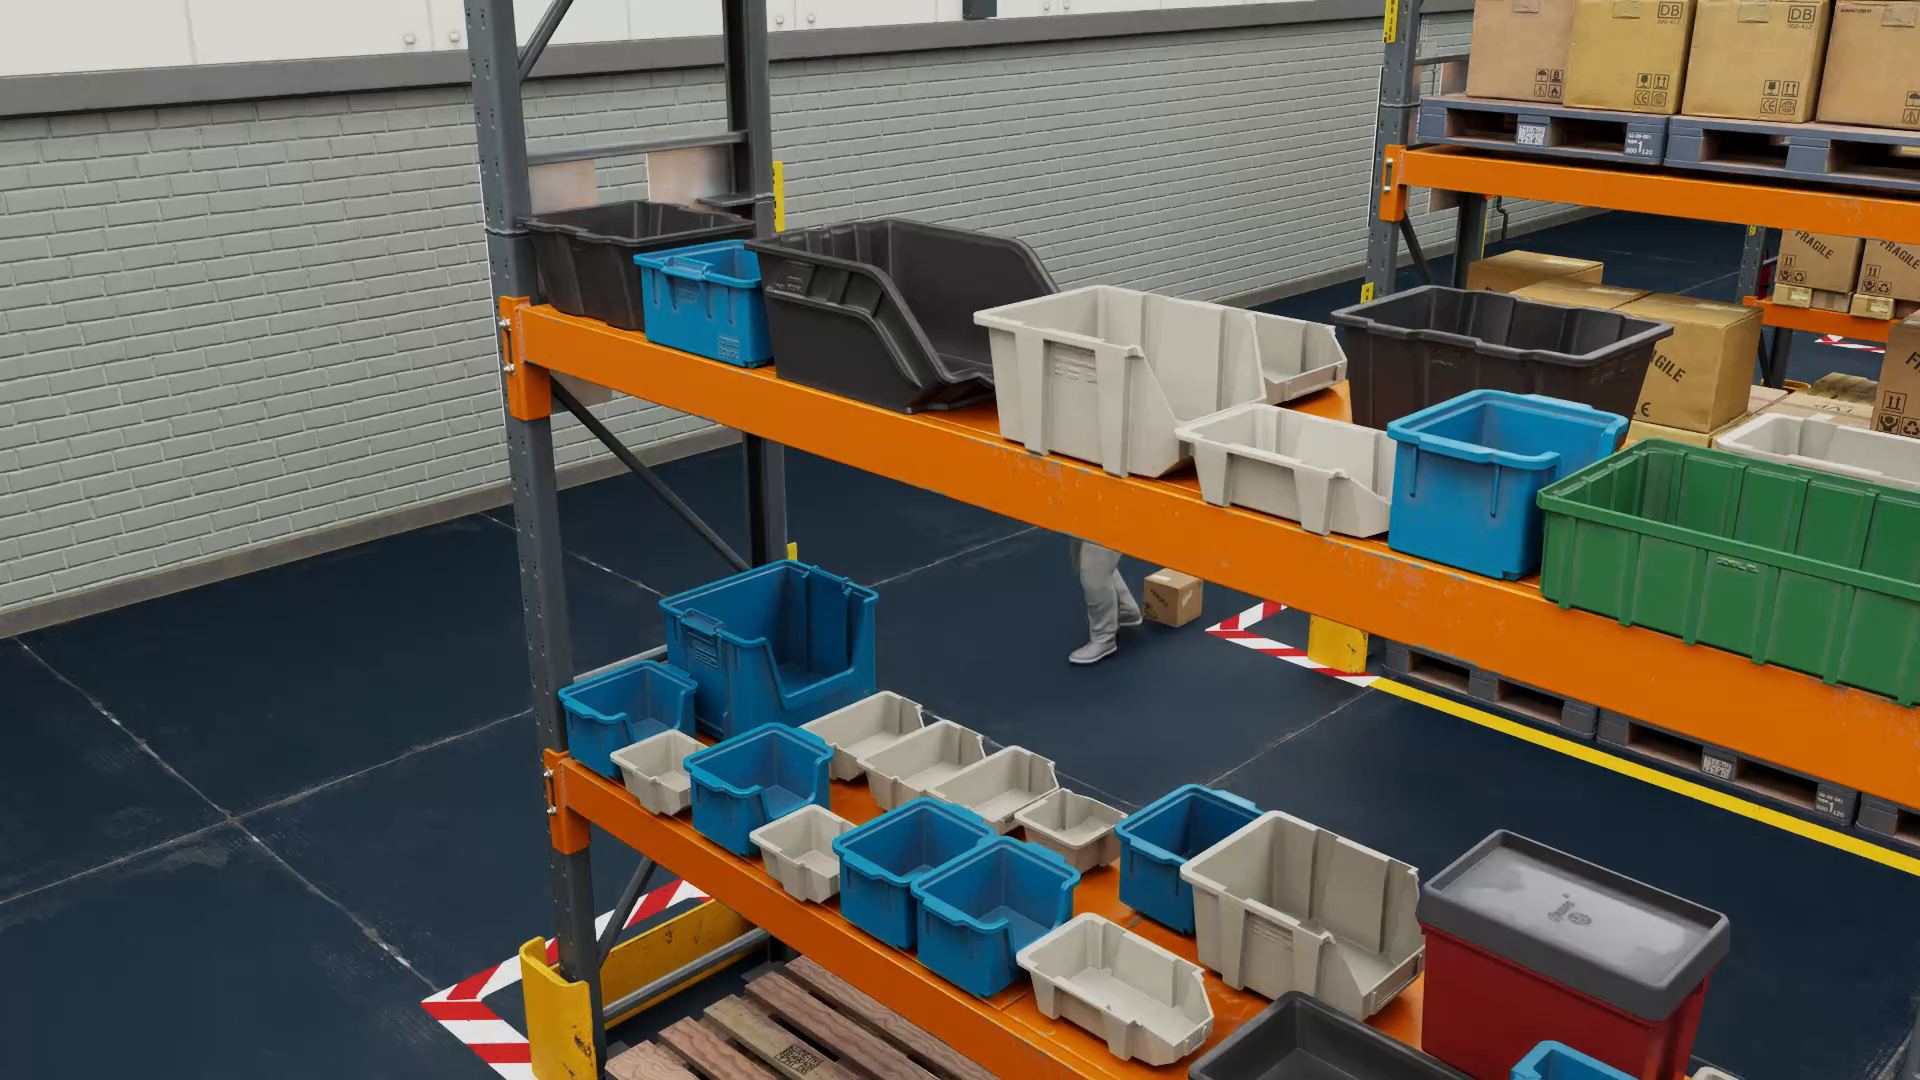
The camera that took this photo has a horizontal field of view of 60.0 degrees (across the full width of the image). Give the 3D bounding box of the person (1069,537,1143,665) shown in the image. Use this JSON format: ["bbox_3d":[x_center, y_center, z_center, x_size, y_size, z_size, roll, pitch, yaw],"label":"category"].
[{"bbox_3d":[0.824,-0.202,9.100,0.580,1.745,0.595,-10,23,-25],"label":"person"}]
